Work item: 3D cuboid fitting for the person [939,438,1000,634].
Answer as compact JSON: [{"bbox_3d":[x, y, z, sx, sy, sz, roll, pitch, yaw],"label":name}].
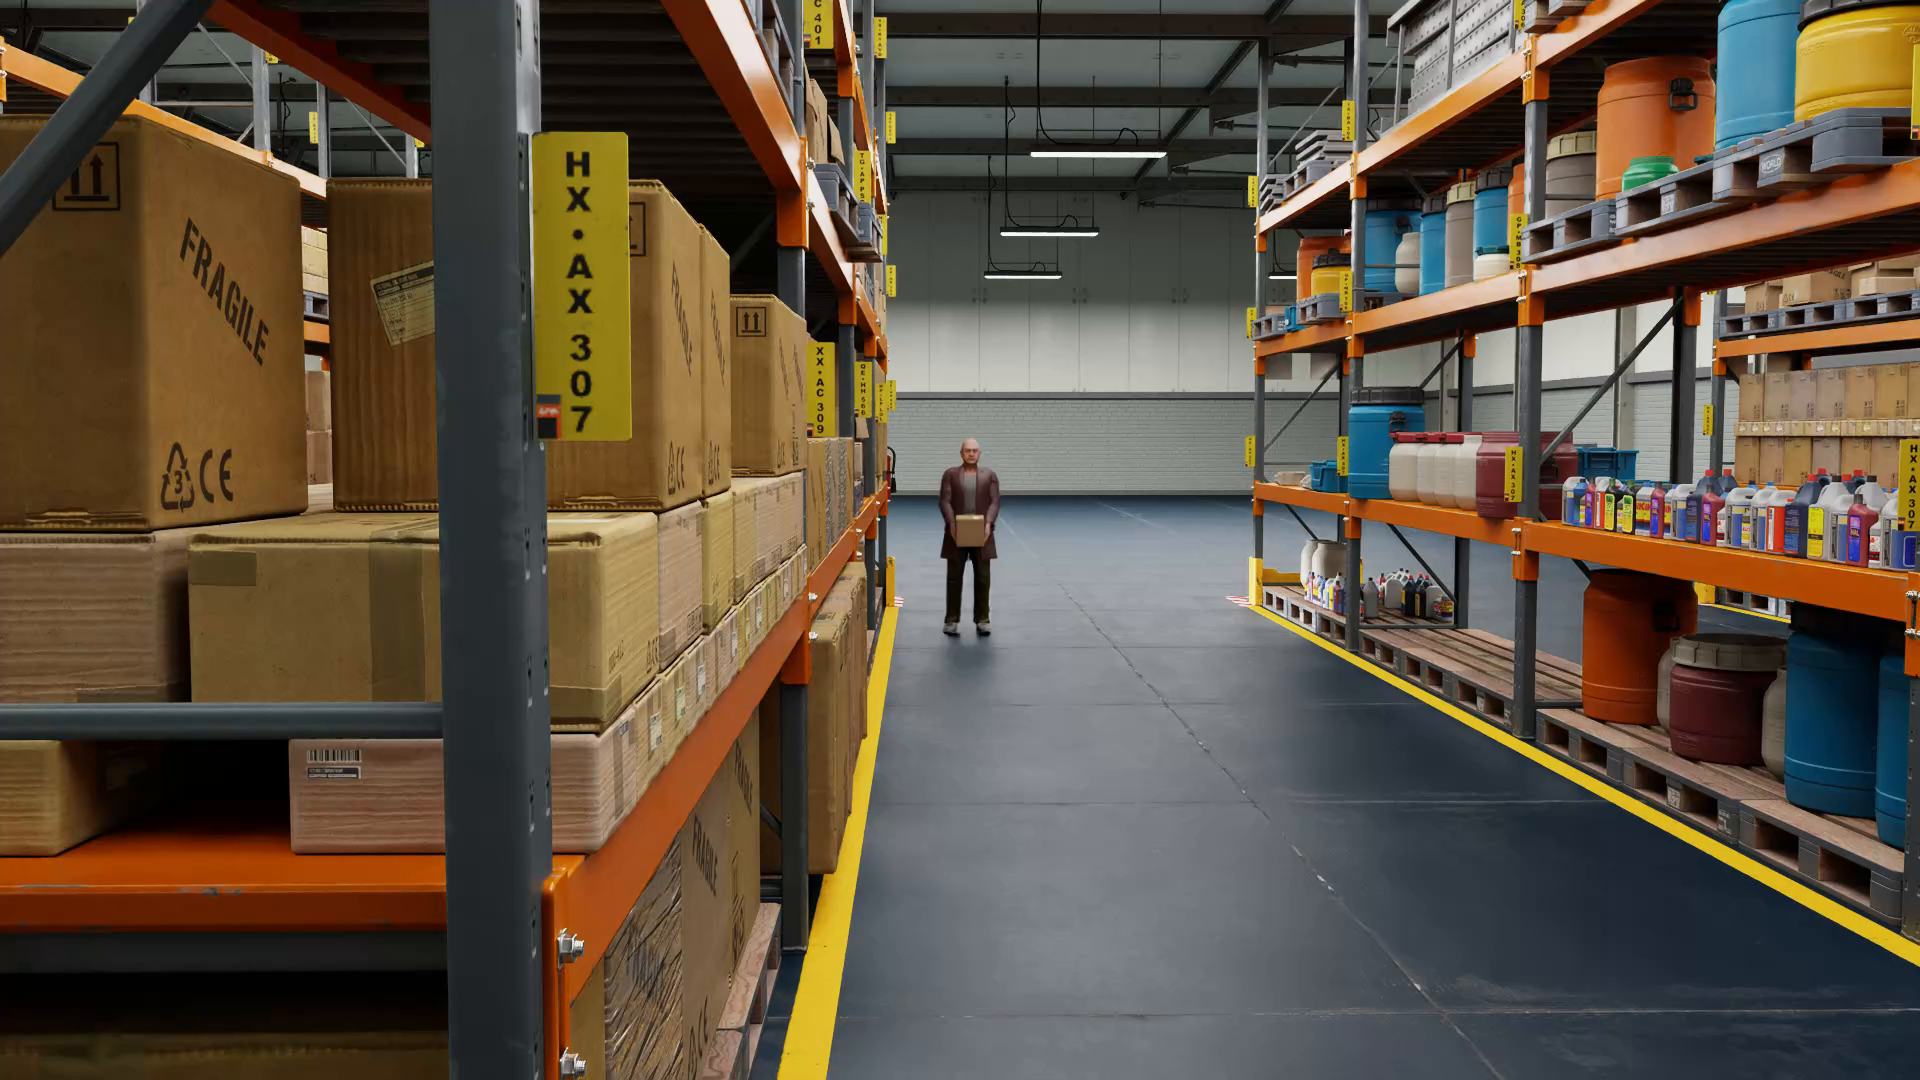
[{"bbox_3d":[0.088,-0.034,15.157,0.566,1.782,0.499,0,4,-1],"label":"person"}]
